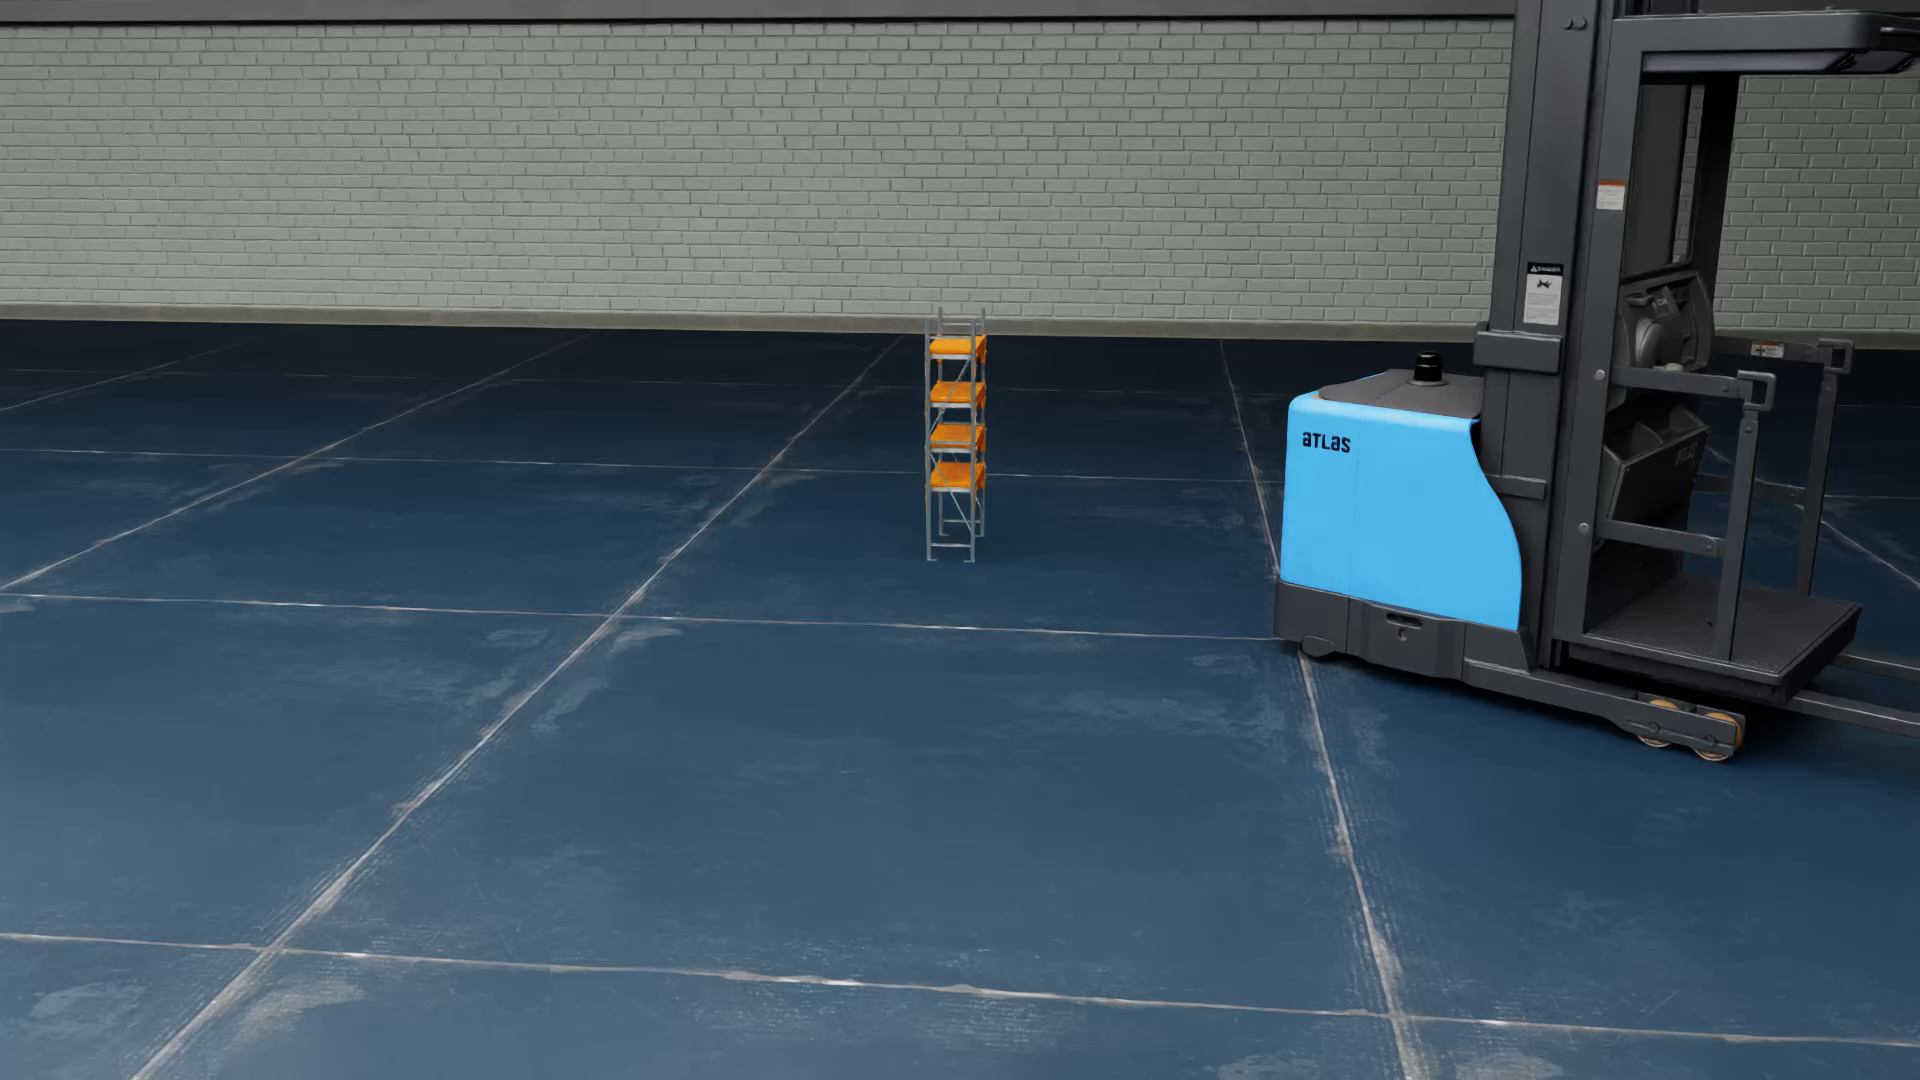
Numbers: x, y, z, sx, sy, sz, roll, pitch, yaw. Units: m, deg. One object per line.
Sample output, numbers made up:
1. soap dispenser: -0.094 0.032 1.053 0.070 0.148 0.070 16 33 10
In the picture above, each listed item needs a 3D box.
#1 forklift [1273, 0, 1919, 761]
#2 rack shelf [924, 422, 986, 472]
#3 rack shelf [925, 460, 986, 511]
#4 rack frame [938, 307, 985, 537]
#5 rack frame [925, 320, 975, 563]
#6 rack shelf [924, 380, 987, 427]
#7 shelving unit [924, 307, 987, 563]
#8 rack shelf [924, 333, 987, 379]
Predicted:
1. forklift: 2.756 -0.798 5.999 3.031 2.935 1.130 13 20 39
2. rack shelf: -0.019 -0.471 8.364 0.258 0.148 0.480 2 15 6
3. rack shelf: -0.019 -0.280 8.416 0.258 0.148 0.480 2 15 6
4. rack frame: 0.009 -0.600 8.581 0.240 1.200 0.015 2 15 6
5. rack frame: -0.046 -0.473 8.113 0.240 1.200 0.015 2 15 6
6. rack shelf: -0.019 -0.687 8.306 0.258 0.148 0.480 2 15 6
7. shelving unit: -0.019 -0.536 8.347 0.258 1.200 0.503 2 15 6
8. rack shelf: -0.019 -0.916 8.244 0.258 0.148 0.480 2 15 6
